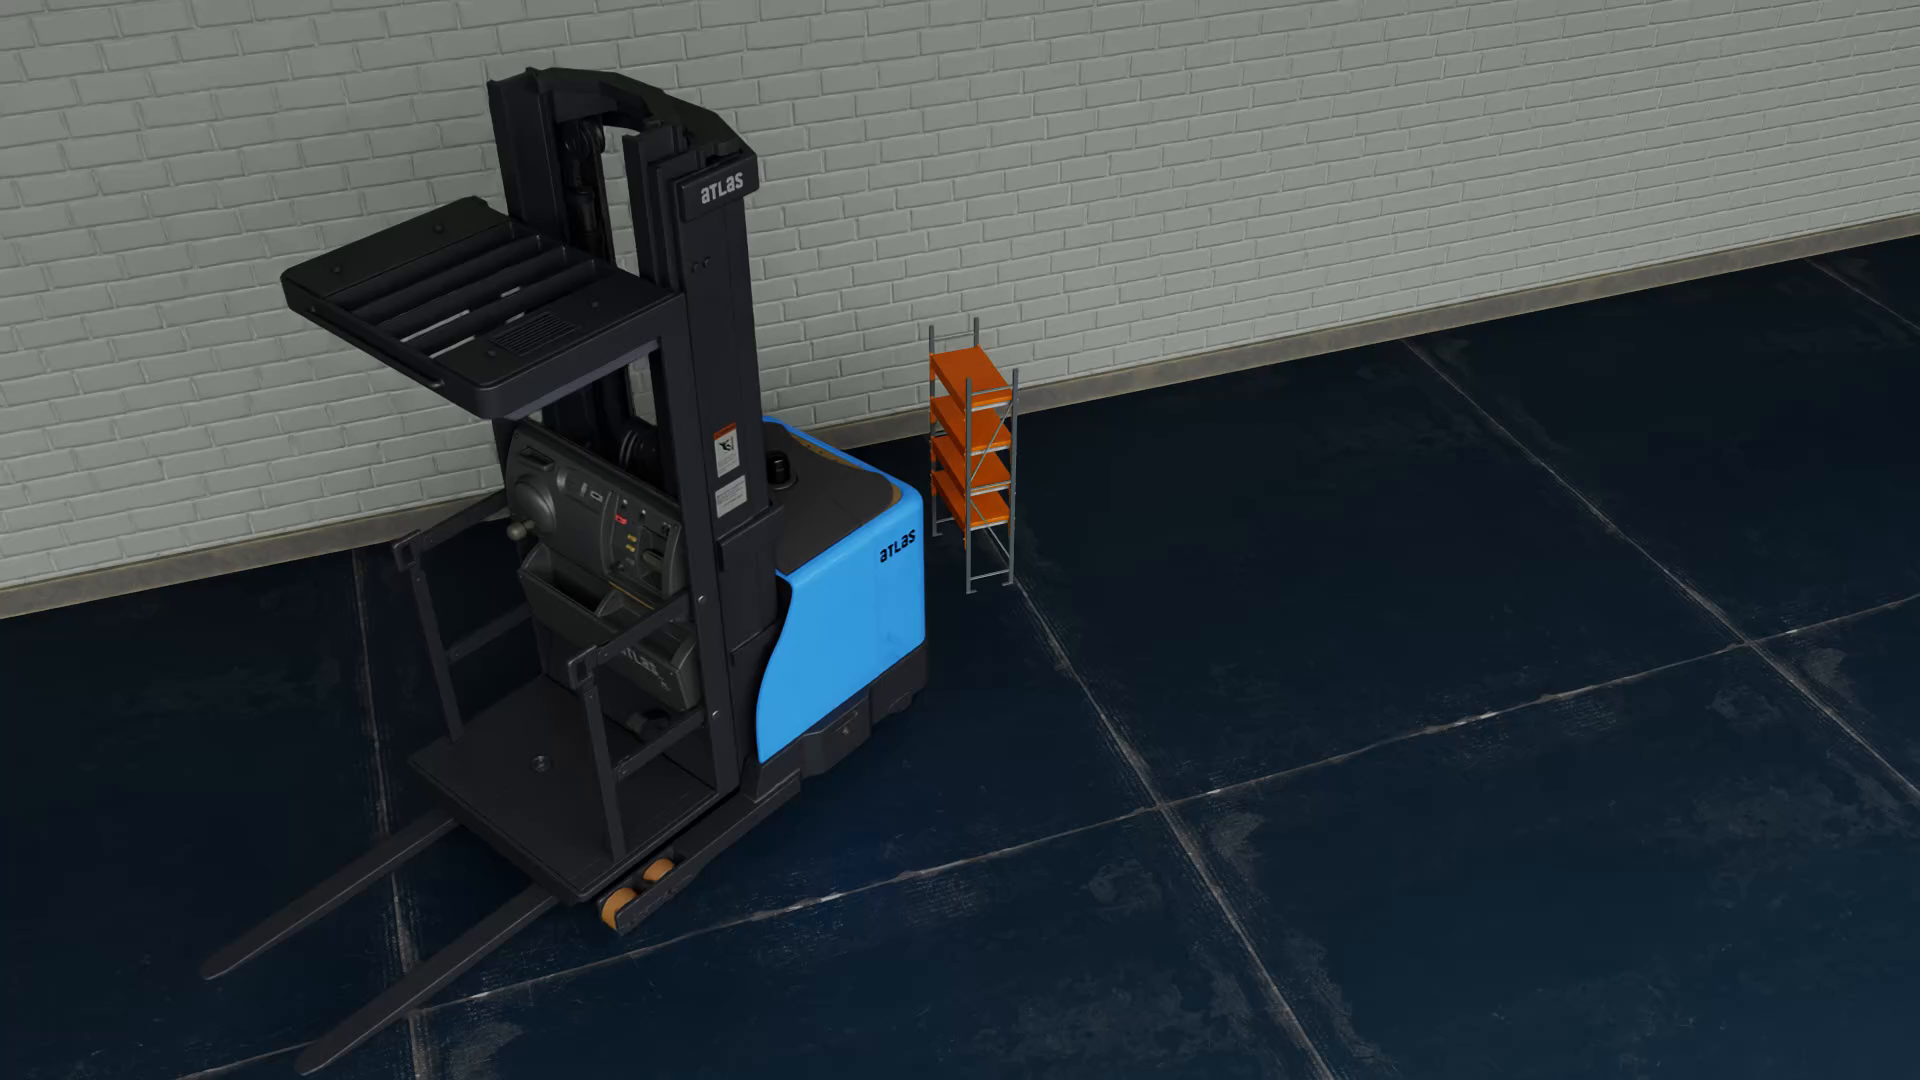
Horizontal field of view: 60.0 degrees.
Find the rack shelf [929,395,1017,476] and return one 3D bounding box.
[{"bbox_3d":[0.057,-0.511,7.731,0.258,0.148,0.480,-12,39,-16],"label":"rack shelf"}]

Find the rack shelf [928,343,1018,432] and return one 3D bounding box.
[{"bbox_3d":[0.057,-0.700,7.589,0.258,0.148,0.480,-12,39,-16],"label":"rack shelf"}]

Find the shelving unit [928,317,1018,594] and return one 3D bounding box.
[{"bbox_3d":[0.057,-0.386,7.825,0.258,1.200,0.503,-12,39,-16],"label":"shelving unit"}]

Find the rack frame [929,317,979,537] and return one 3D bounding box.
[{"bbox_3d":[-0.027,-0.524,8.008,0.240,1.200,0.015,-12,39,-16],"label":"rack frame"}]

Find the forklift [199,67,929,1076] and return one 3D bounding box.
[{"bbox_3d":[-1.473,-0.024,5.906,1.130,2.935,3.031,27,45,31],"label":"forklift"}]

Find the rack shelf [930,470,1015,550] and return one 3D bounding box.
[{"bbox_3d":[0.057,-0.173,7.985,0.258,0.148,0.480,-12,39,-16],"label":"rack shelf"}]

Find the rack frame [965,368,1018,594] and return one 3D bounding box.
[{"bbox_3d":[0.141,-0.248,7.642,0.240,1.200,0.015,-12,39,-16],"label":"rack frame"}]

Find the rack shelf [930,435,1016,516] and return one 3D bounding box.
[{"bbox_3d":[0.057,-0.332,7.866,0.258,0.148,0.480,-12,39,-16],"label":"rack shelf"}]
